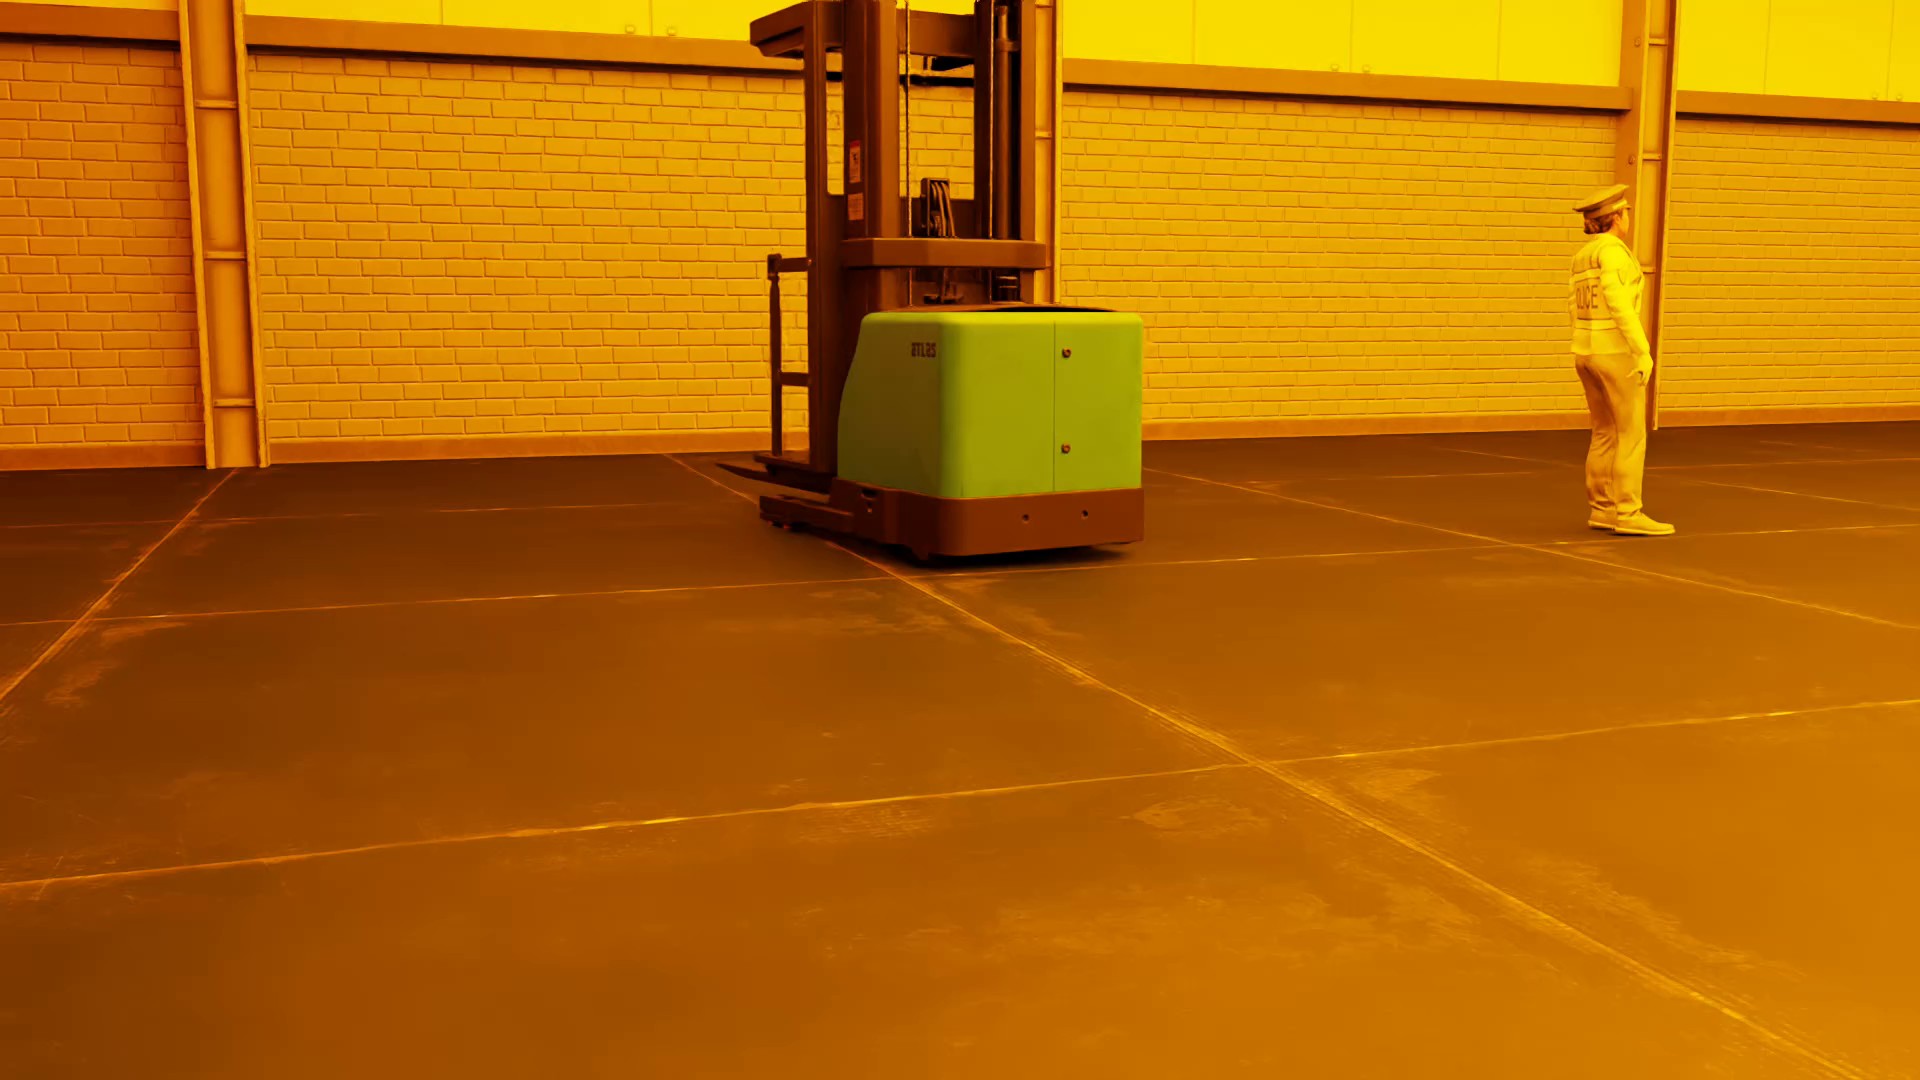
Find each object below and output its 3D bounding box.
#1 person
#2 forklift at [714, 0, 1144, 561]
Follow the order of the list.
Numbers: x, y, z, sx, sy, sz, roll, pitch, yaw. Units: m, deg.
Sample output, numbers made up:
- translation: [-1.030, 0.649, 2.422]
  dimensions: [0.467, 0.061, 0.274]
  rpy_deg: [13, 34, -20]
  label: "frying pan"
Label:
- translation: [3.231, -0.882, 8.163]
  dimensions: [0.467, 1.708, 0.571]
  rpy_deg: [-1, 8, -4]
  label: "person"
- translation: [-0.358, -1.521, 8.232]
  dimensions: [1.130, 2.935, 3.031]
  rpy_deg: [-4, 9, -30]
  label: "forklift"
